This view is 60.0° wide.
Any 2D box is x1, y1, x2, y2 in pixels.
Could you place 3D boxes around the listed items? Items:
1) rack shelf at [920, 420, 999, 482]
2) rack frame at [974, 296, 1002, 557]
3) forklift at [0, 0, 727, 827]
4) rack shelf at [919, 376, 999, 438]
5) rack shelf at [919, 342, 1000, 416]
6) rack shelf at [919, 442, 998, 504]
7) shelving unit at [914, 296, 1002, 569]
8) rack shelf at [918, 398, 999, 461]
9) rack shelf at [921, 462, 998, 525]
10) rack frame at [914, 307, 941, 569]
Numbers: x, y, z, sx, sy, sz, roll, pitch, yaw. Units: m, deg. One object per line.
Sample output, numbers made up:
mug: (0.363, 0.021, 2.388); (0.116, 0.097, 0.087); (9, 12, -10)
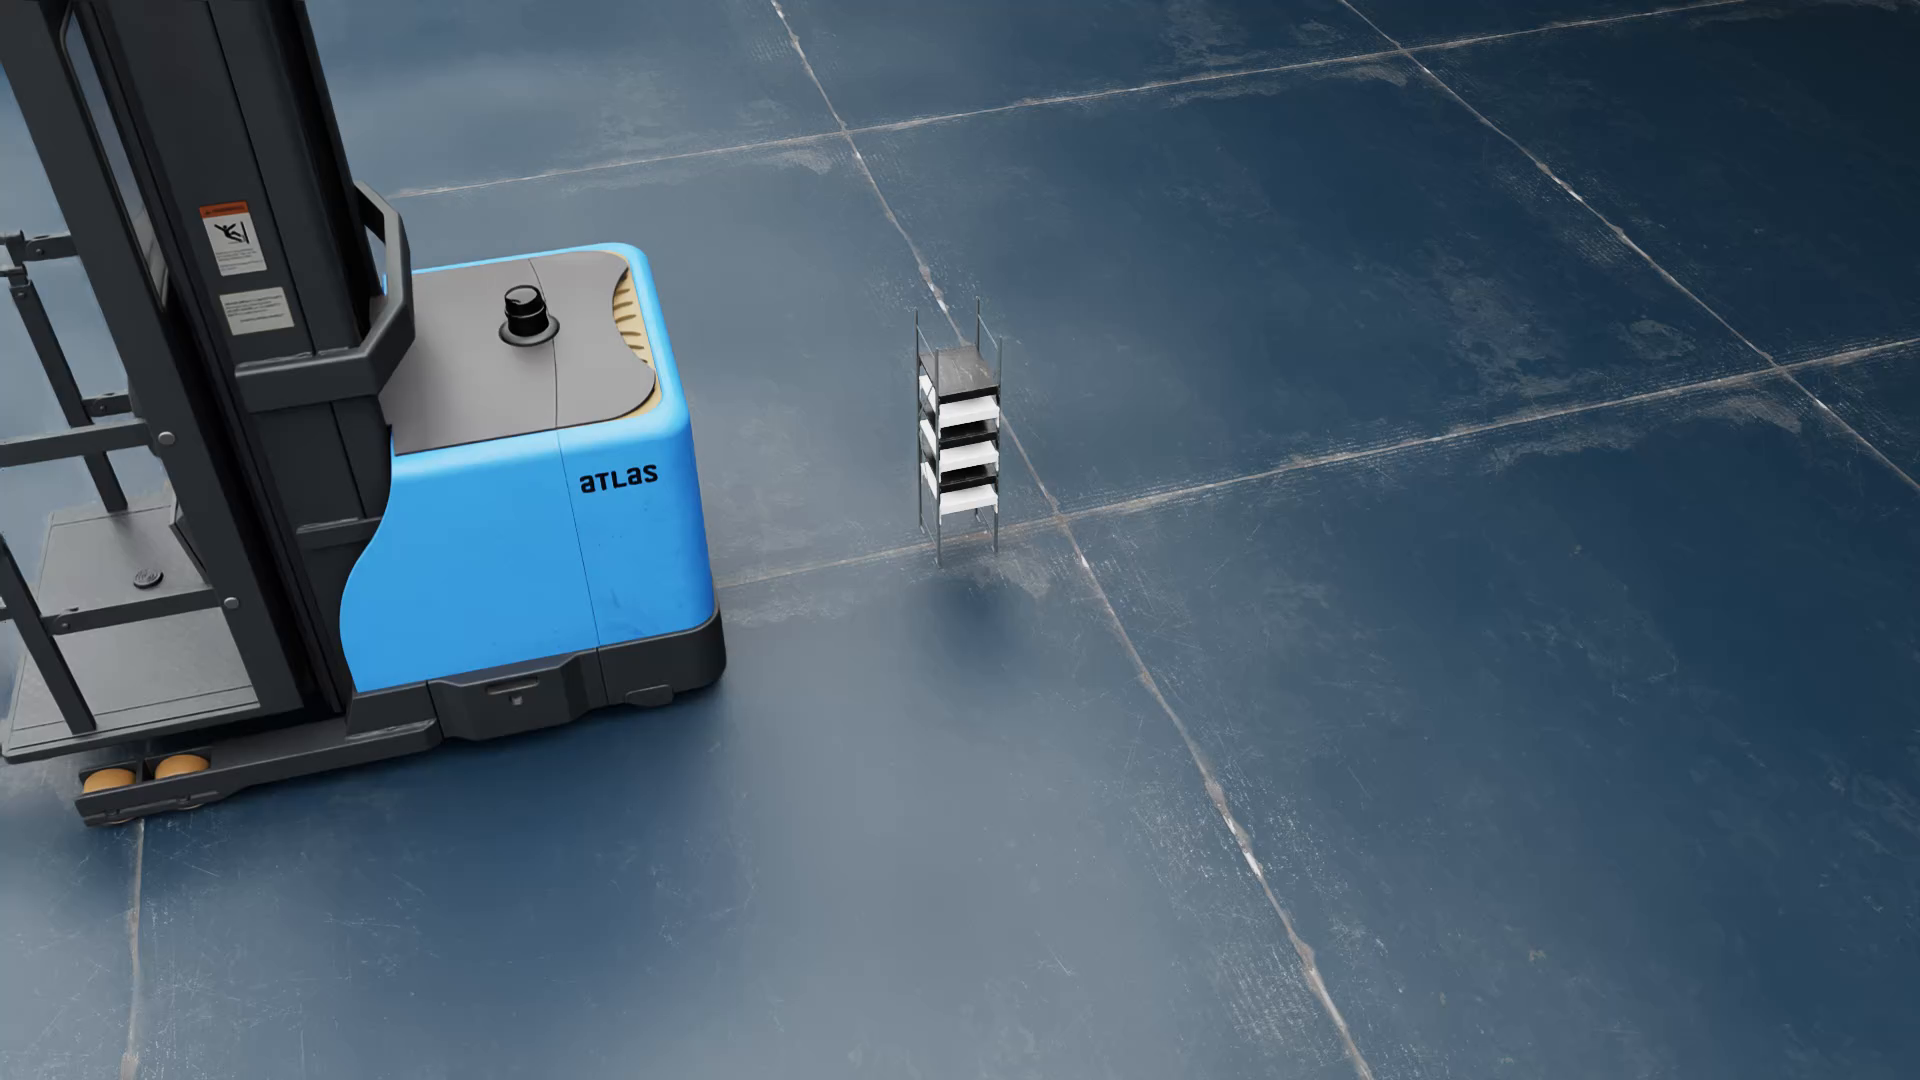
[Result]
rack shelf: (-0.008, -0.312, 5.474); (0.200, 0.077, 0.258); (-12, 42, -13)
rack frame: (0.089, -0.357, 5.475); (0.006, 0.900, 0.240); (-12, 42, -13)
forklift: (-2.305, -0.671, 4.291); (3.031, 2.935, 1.130); (-11, 42, -12)
rack shelf: (-0.008, -0.448, 5.356); (0.200, 0.077, 0.258); (-12, 42, -13)
rack shelf: (-0.008, -0.516, 5.296); (0.200, 0.077, 0.258); (-12, 42, -13)
rack shelf: (-0.008, -0.244, 5.533); (0.200, 0.077, 0.258); (-12, 42, -13)
shelving unit: (-0.008, -0.337, 5.452); (0.210, 0.900, 0.258); (-12, 42, -13)
rack shelf: (-0.008, -0.380, 5.415); (0.200, 0.077, 0.258); (-12, 42, -13)
rack shelf: (-0.008, -0.177, 5.592); (0.200, 0.077, 0.258); (-12, 42, -13)
rack frame: (-0.105, -0.317, 5.429); (0.006, 0.900, 0.240); (-12, 42, -13)
